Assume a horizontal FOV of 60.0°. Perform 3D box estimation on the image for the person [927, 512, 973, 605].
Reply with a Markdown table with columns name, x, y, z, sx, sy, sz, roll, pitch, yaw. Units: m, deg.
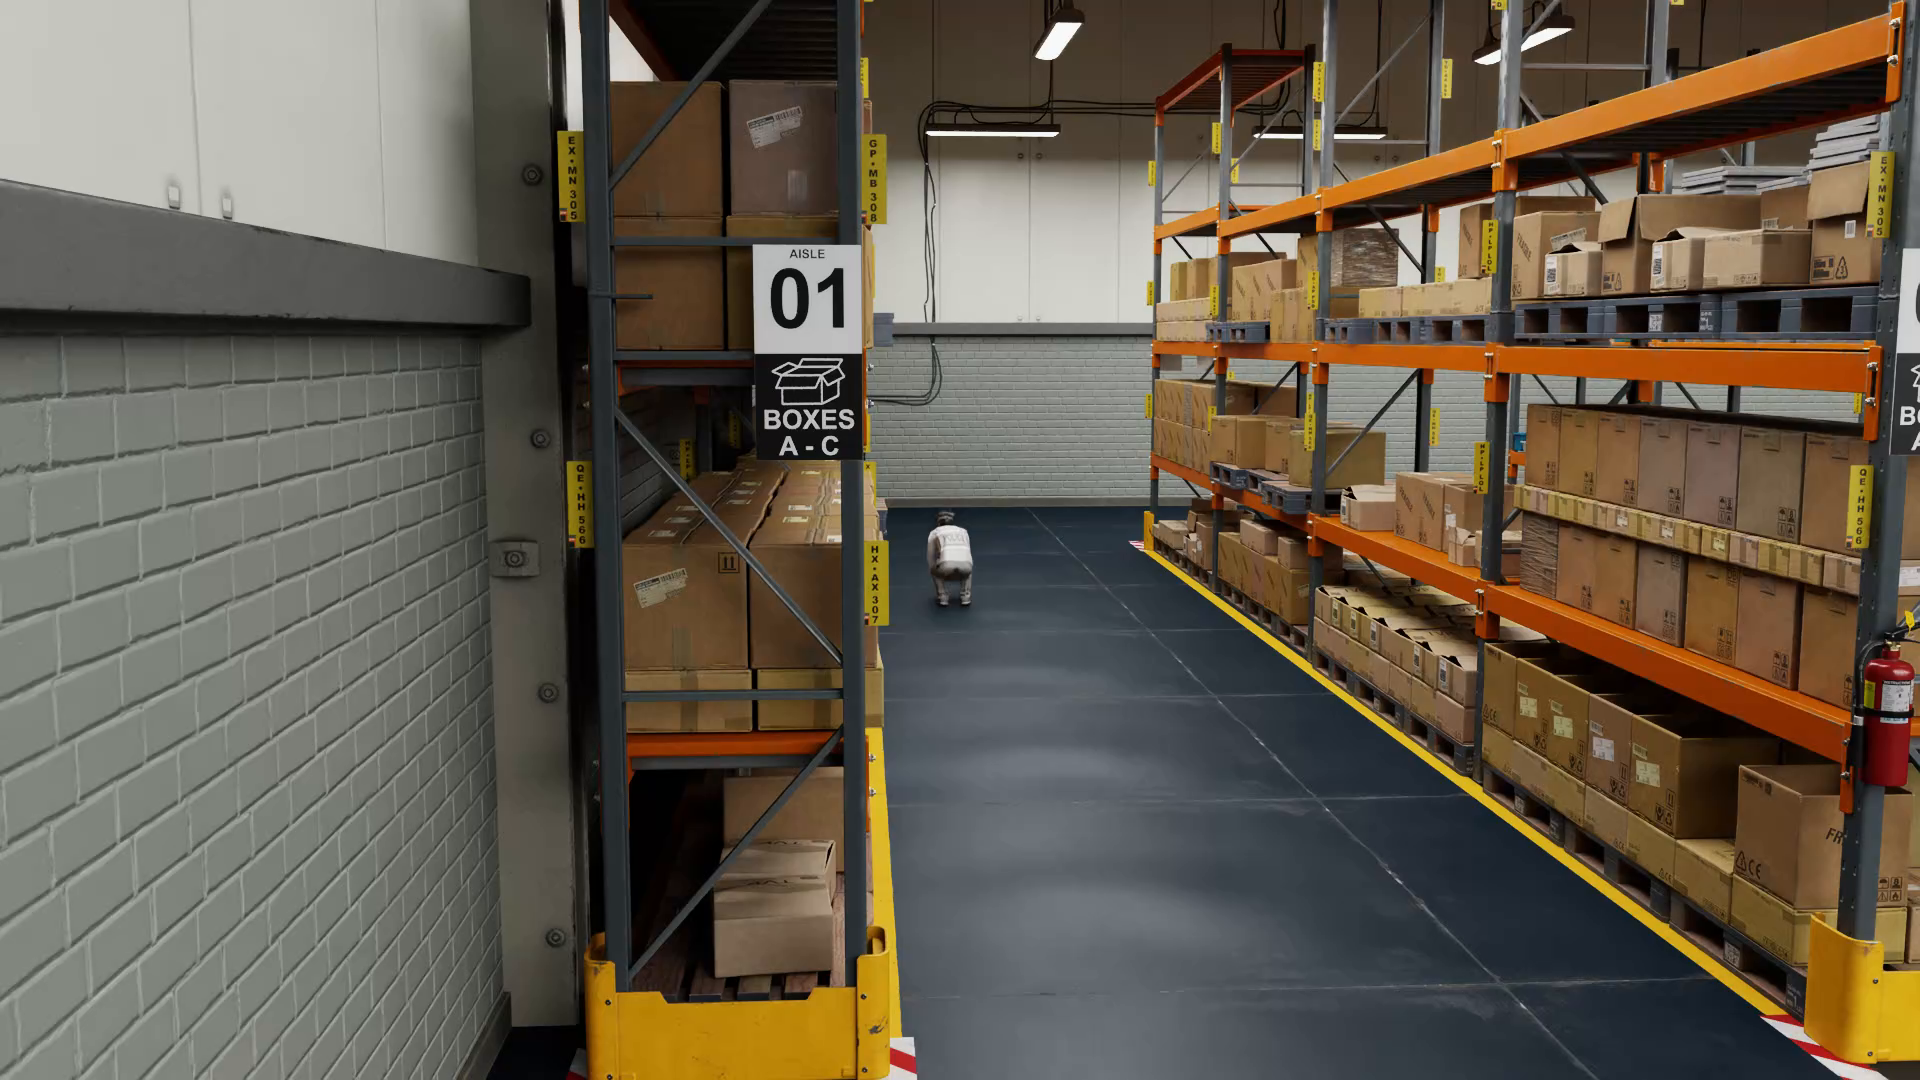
| name | x | y | z | sx | sy | sz | roll | pitch | yaw |
| --- | --- | --- | --- | --- | --- | --- | --- | --- | --- |
| person | -0.102 | 0.200 | 17.995 | 0.490 | 0.974 | 0.825 | -1 | 7 | -4 |
